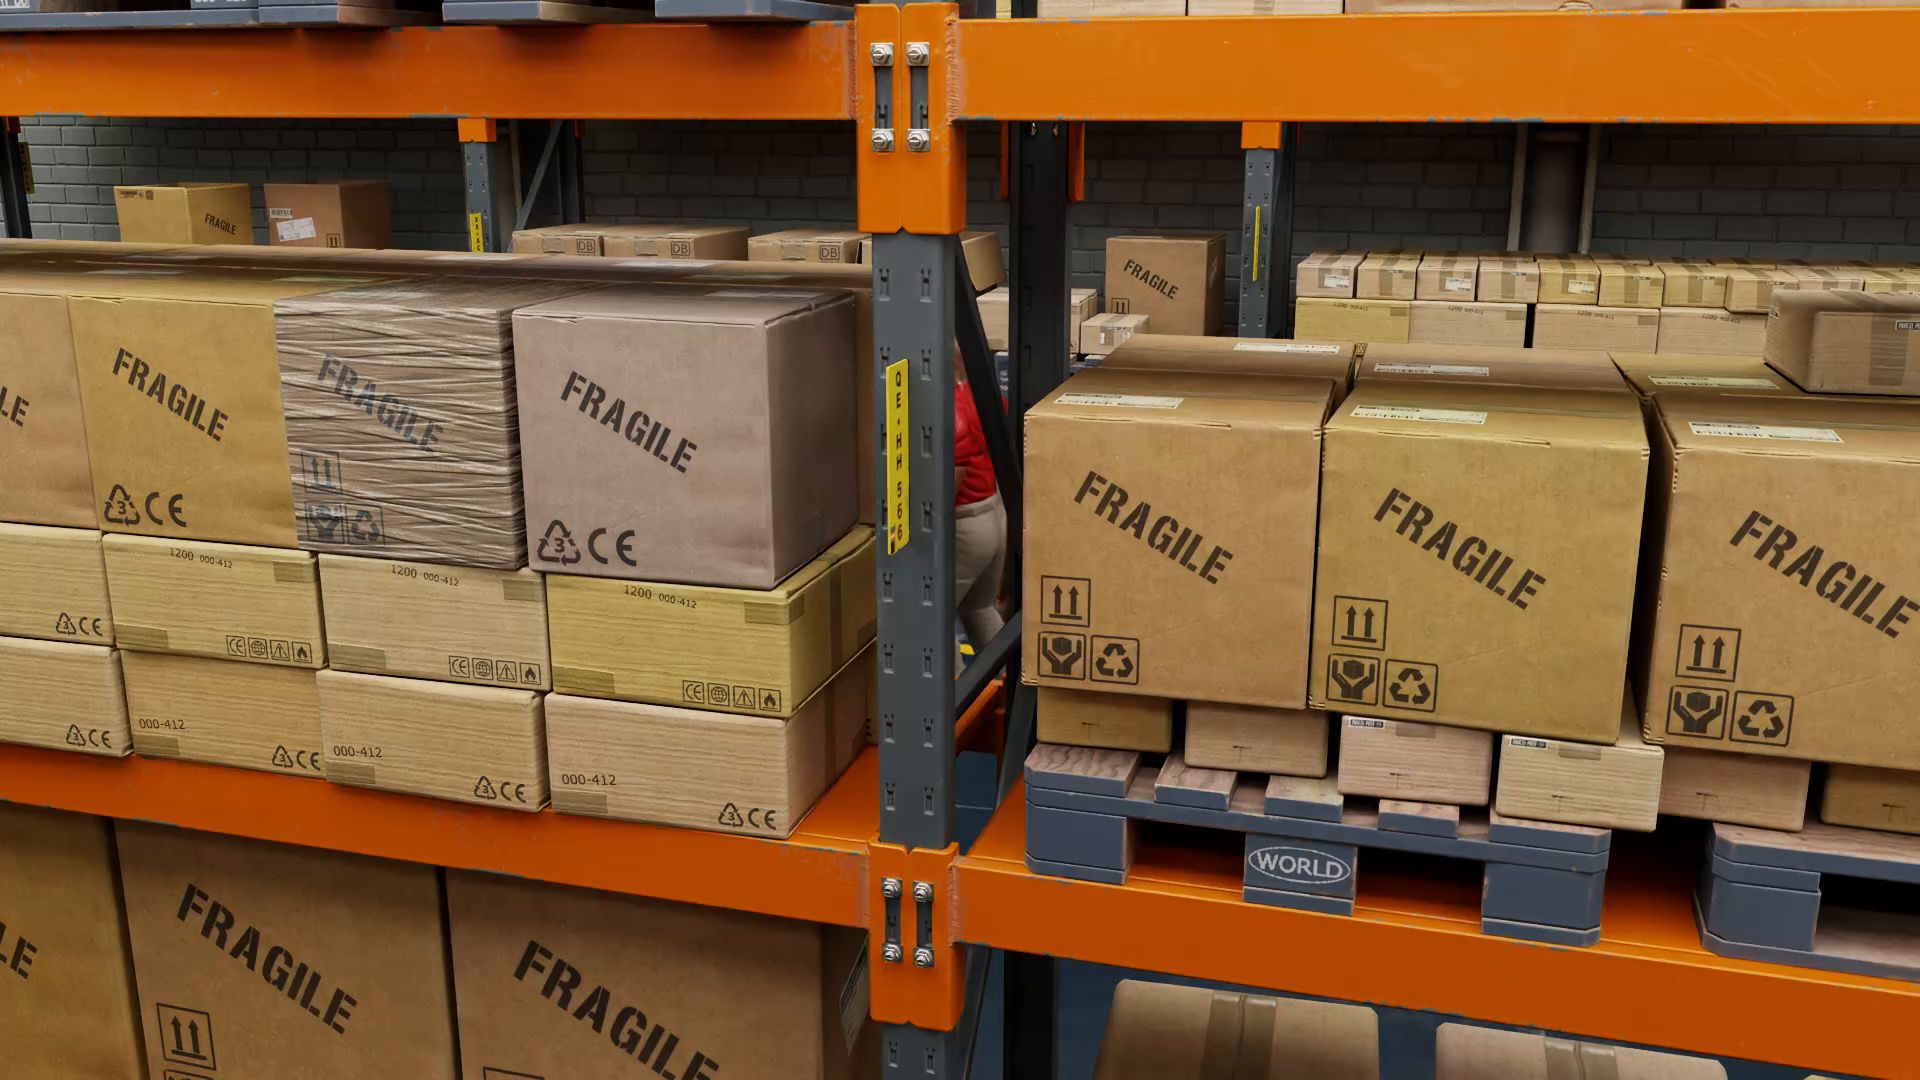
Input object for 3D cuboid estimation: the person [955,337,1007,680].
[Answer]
[{"bbox_3d":[0.003,-0.026,7.195,0.440,1.709,0.641,6,16,22],"label":"person"}]
